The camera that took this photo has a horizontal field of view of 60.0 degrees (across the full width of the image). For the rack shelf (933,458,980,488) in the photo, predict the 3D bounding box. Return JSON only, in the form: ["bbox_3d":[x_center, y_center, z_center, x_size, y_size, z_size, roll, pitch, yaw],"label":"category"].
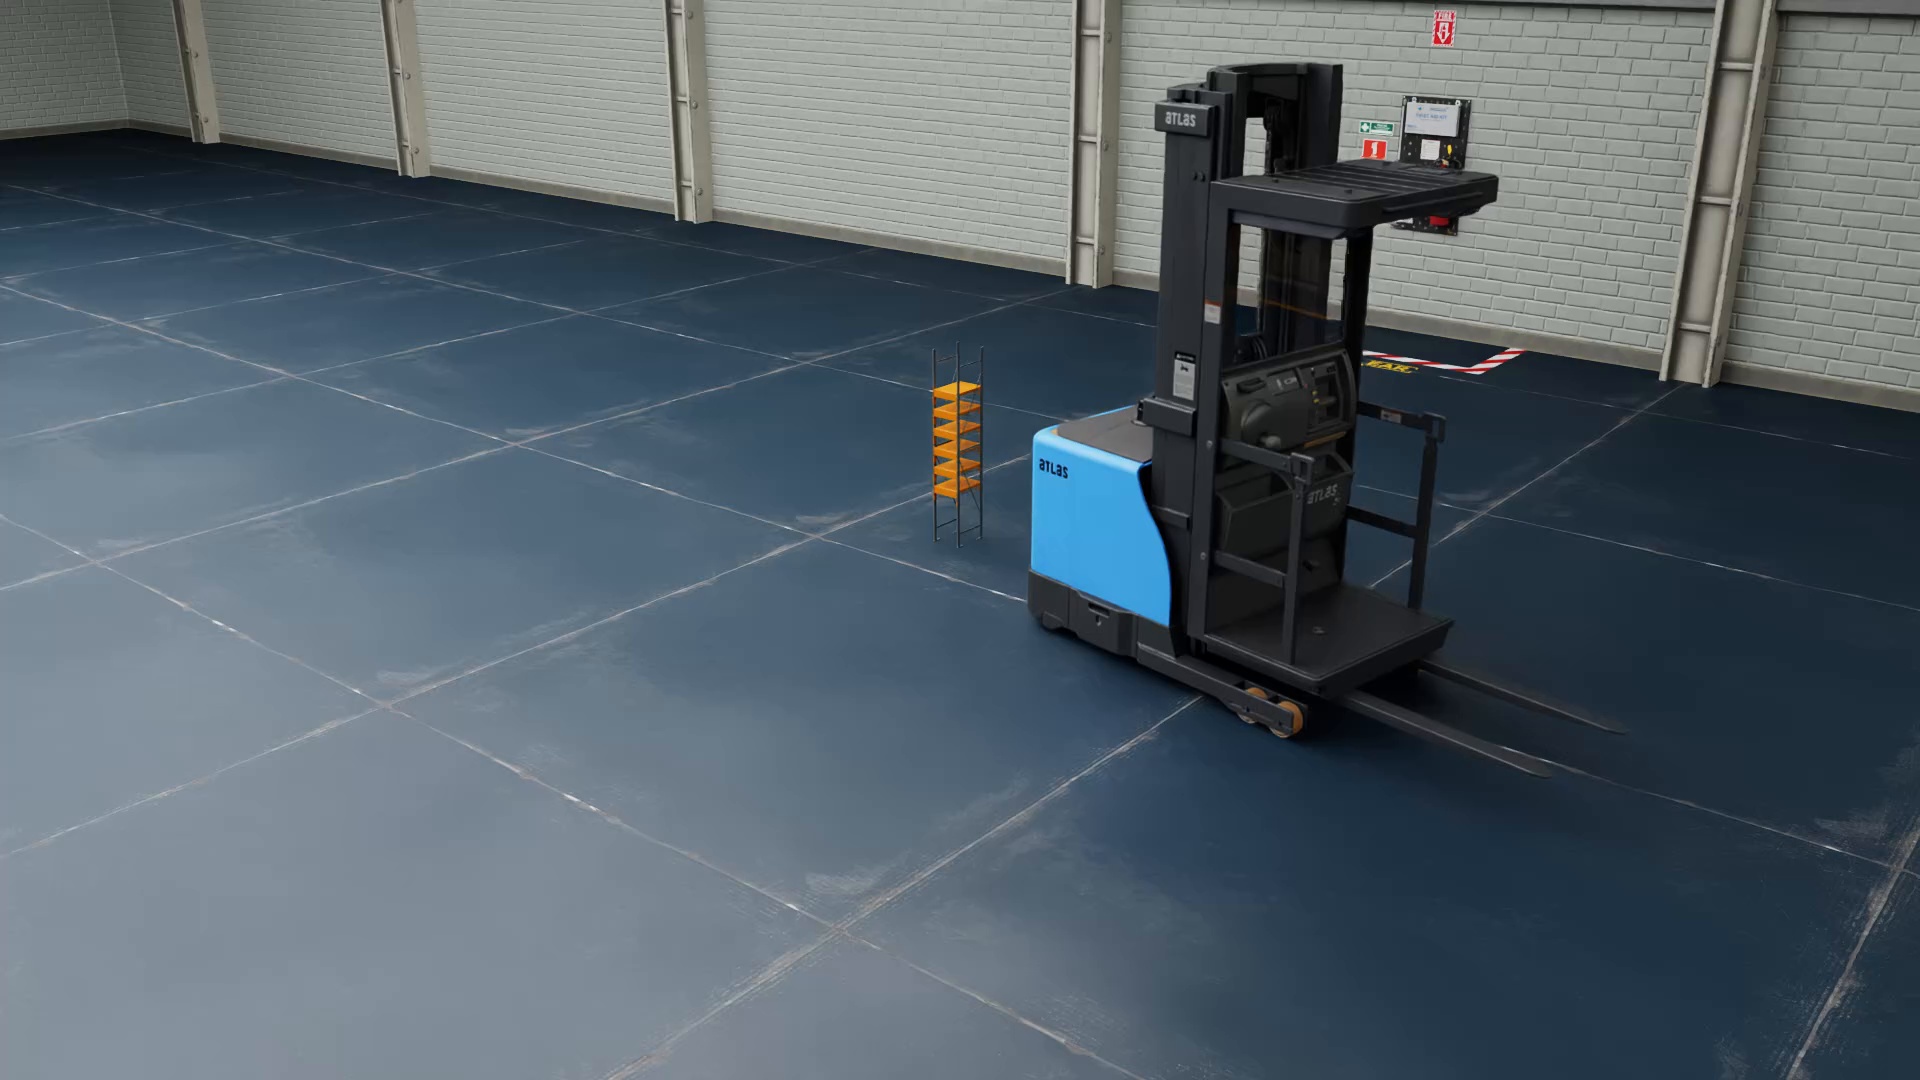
[{"bbox_3d":[-0.011,-0.411,10.023,0.180,0.103,0.258,16,26,36],"label":"rack shelf"}]

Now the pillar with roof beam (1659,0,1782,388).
[{"bbox_3d":[3.267,-4.347,8.942,0.400,9.000,9.100,16,26,36],"label":"pillar with roof beam"}]

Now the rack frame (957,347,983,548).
[{"bbox_3d":[0.060,-0.544,9.911,0.006,1.200,0.240,16,26,36],"label":"rack frame"}]

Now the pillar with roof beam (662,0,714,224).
[{"bbox_3d":[-6.030,-7.024,16.041,0.400,9.000,9.100,16,26,36],"label":"pillar with roof beam"}]

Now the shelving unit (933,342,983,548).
[{"bbox_3d":[-0.011,-0.565,9.965,0.189,1.200,0.258,16,26,36],"label":"shelving unit"}]

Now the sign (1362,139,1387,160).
[{"bbox_3d":[3.735,-3.447,15.006,0.234,0.329,0.001,16,26,36],"label":"sign"}]

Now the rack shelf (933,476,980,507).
[{"bbox_3d":[-0.011,-0.298,10.065,0.180,0.103,0.258,16,26,36],"label":"rack shelf"}]

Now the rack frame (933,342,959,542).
[{"bbox_3d":[-0.082,-0.585,10.019,0.006,1.200,0.240,16,26,36],"label":"rack frame"}]

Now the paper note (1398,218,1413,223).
[{"bbox_3d":[4.005,-2.925,14.921,0.142,0.148,0.016,16,26,36],"label":"paper note"}]

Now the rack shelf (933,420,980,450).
[{"bbox_3d":[-0.011,-0.635,9.938,0.180,0.103,0.258,16,26,36],"label":"rack shelf"}]

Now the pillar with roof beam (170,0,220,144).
[{"bbox_3d":[-15.327,-9.701,23.141,0.400,9.000,9.100,16,26,36],"label":"pillar with roof beam"}]

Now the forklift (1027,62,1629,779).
[{"bbox_3d":[1.707,-0.654,7.747,1.130,2.935,3.031,-17,26,-38],"label":"forklift"}]

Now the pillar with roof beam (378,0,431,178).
[{"bbox_3d":[-10.678,-8.363,19.591,0.400,9.000,9.100,16,26,36],"label":"pillar with roof beam"}]

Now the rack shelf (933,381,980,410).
[{"bbox_3d":[-0.011,-0.860,9.854,0.180,0.103,0.258,16,26,36],"label":"rack shelf"}]

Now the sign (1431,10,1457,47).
[{"bbox_3d":[4.155,-4.392,14.279,0.199,0.298,0.001,16,26,36],"label":"sign"}]

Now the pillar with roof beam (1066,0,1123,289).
[{"bbox_3d":[-1.382,-5.685,12.492,0.400,9.000,9.100,16,26,36],"label":"pillar with roof beam"}]

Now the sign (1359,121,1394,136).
[{"bbox_3d":[3.733,-3.691,14.904,0.331,0.109,0.001,16,26,36],"label":"sign"}]

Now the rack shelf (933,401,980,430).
[{"bbox_3d":[-0.011,-0.748,9.896,0.180,0.103,0.258,16,26,36],"label":"rack shelf"}]

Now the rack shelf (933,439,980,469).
[{"bbox_3d":[-0.011,-0.523,9.981,0.180,0.103,0.258,16,26,36],"label":"rack shelf"}]

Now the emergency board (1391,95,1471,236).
[{"bbox_3d":[4.098,-3.278,14.611,0.643,1.169,0.194,16,26,36],"label":"emergency board"}]
